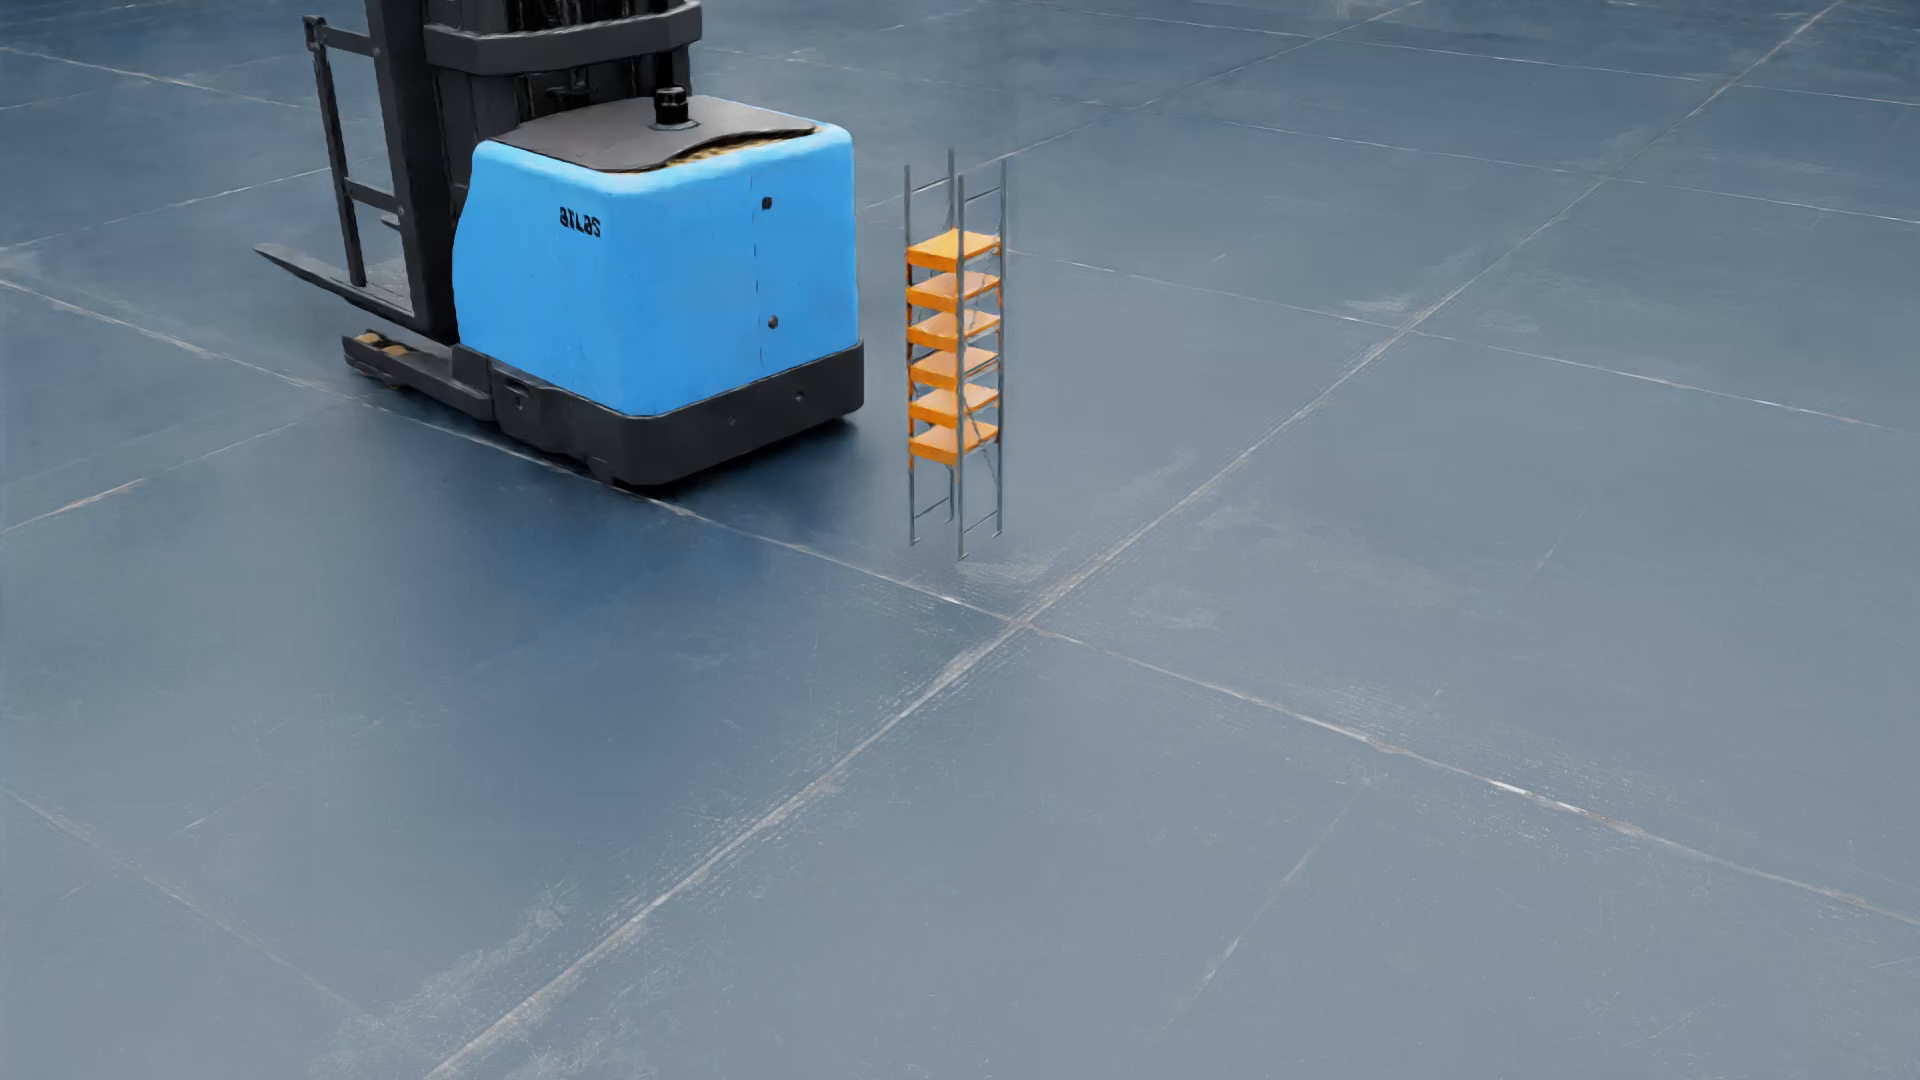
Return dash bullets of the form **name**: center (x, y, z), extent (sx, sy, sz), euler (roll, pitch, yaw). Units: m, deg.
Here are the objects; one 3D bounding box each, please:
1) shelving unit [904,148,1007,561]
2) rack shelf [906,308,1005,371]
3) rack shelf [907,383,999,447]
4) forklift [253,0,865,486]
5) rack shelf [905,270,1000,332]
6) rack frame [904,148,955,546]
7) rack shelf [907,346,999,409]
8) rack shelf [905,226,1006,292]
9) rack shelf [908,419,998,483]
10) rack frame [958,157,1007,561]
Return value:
- **shelving unit**: center (-0.012, -0.538, 4.985), extent (0.189, 1.200, 0.258), euler (17, 32, 30)
- **rack shelf**: center (-0.012, -0.606, 4.951), extent (0.180, 0.103, 0.258), euler (17, 32, 30)
- **rack shelf**: center (-0.012, -0.392, 5.060), extent (0.180, 0.103, 0.258), euler (17, 32, 30)
- **forklift**: center (-1.768, -2.040, 6.028), extent (3.031, 2.935, 1.130), euler (23, 35, 37)
- **rack shelf**: center (-0.012, -0.713, 4.896), extent (0.180, 0.103, 0.258), euler (17, 32, 30)
- **rack frame**: center (-0.087, -0.562, 5.031), extent (0.006, 1.200, 0.240), euler (17, 32, 30)
- **rack shelf**: center (-0.012, -0.499, 5.005), extent (0.180, 0.103, 0.258), euler (17, 32, 30)
- **rack shelf**: center (-0.012, -0.820, 4.842), extent (0.180, 0.103, 0.258), euler (17, 32, 30)
- **rack shelf**: center (-0.012, -0.285, 5.114), extent (0.180, 0.103, 0.258), euler (17, 32, 30)
- **rack frame**: center (0.063, -0.515, 4.939), extent (0.006, 1.200, 0.240), euler (17, 32, 30)
